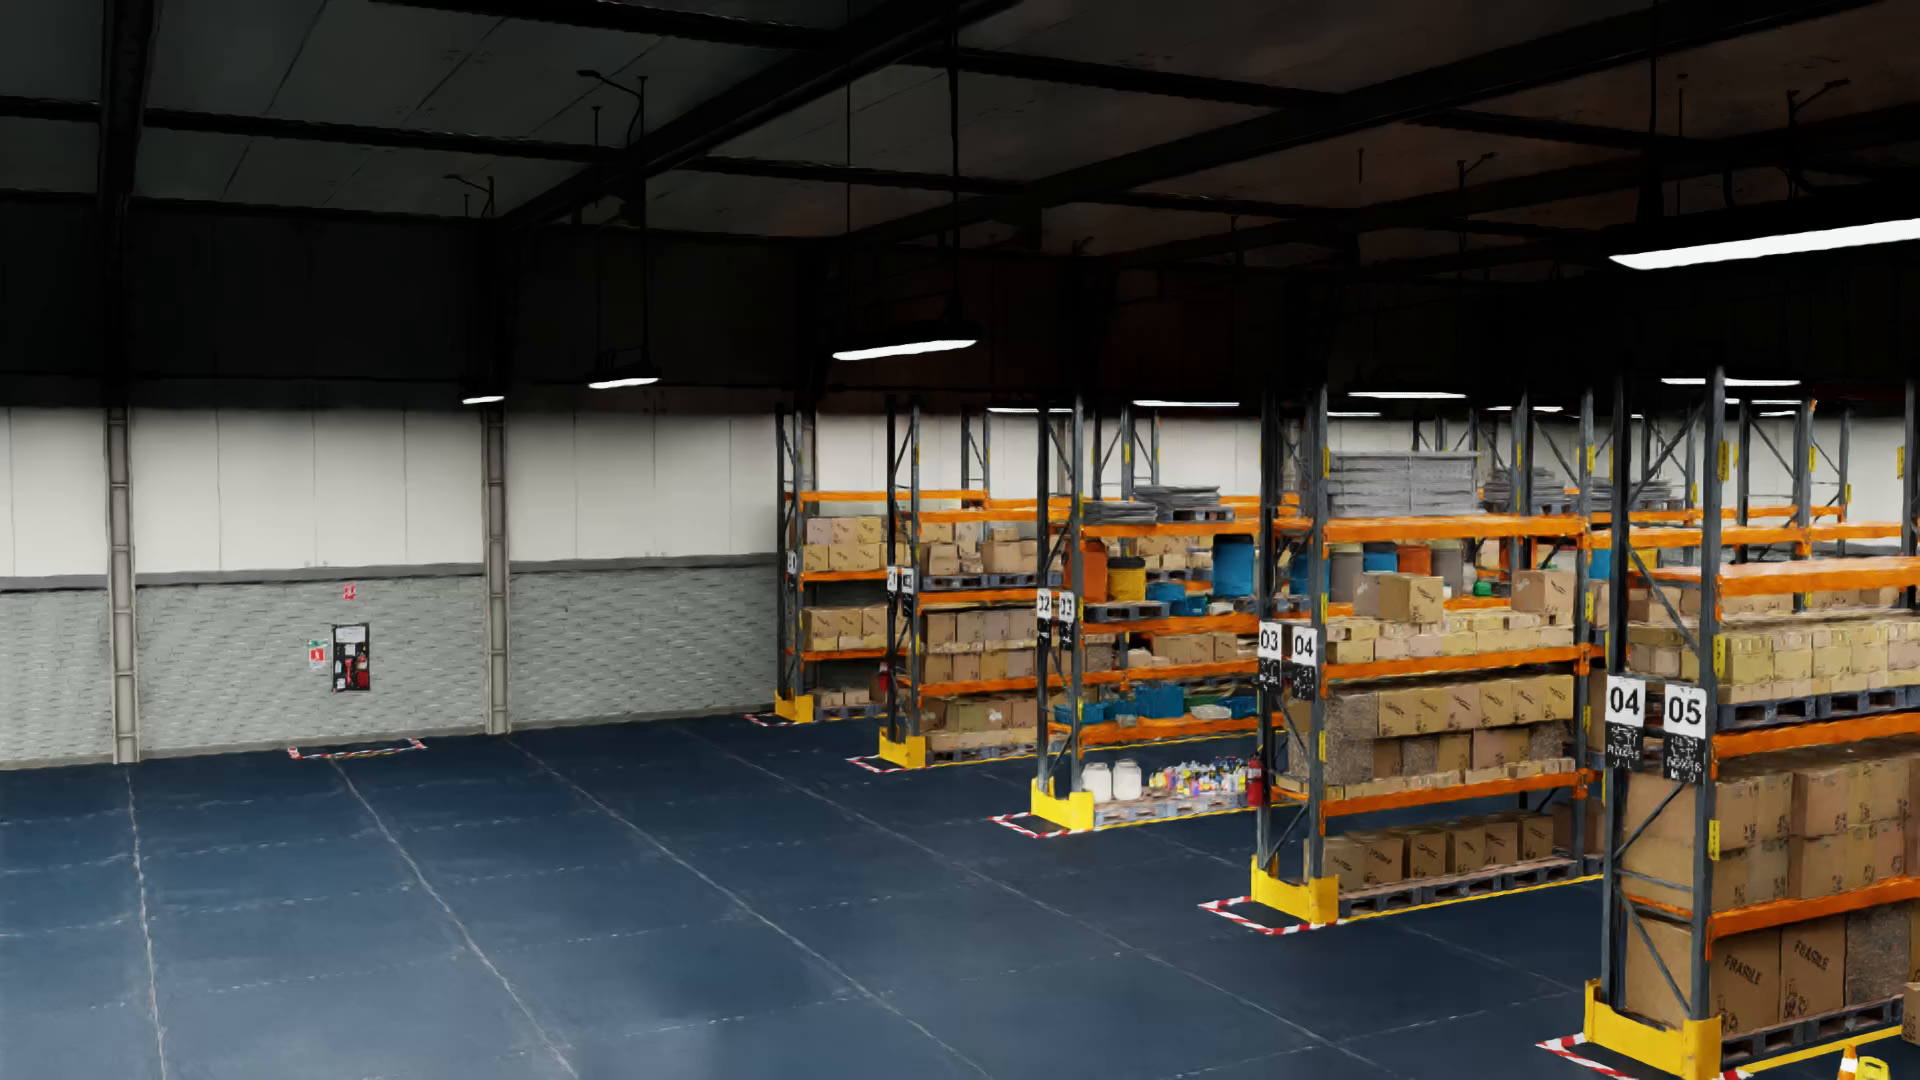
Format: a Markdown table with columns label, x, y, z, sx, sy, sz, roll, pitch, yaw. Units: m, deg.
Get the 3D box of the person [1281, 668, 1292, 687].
| label | x | y | z | sx | sy | sz | roll | pitch | yaw |
| --- | --- | --- | --- | --- | --- | --- | --- | --- | --- |
| person | 6.491 | 2.444 | 32.997 | 0.574 | 1.725 | 0.677 | -2 | 4 | -29 |
